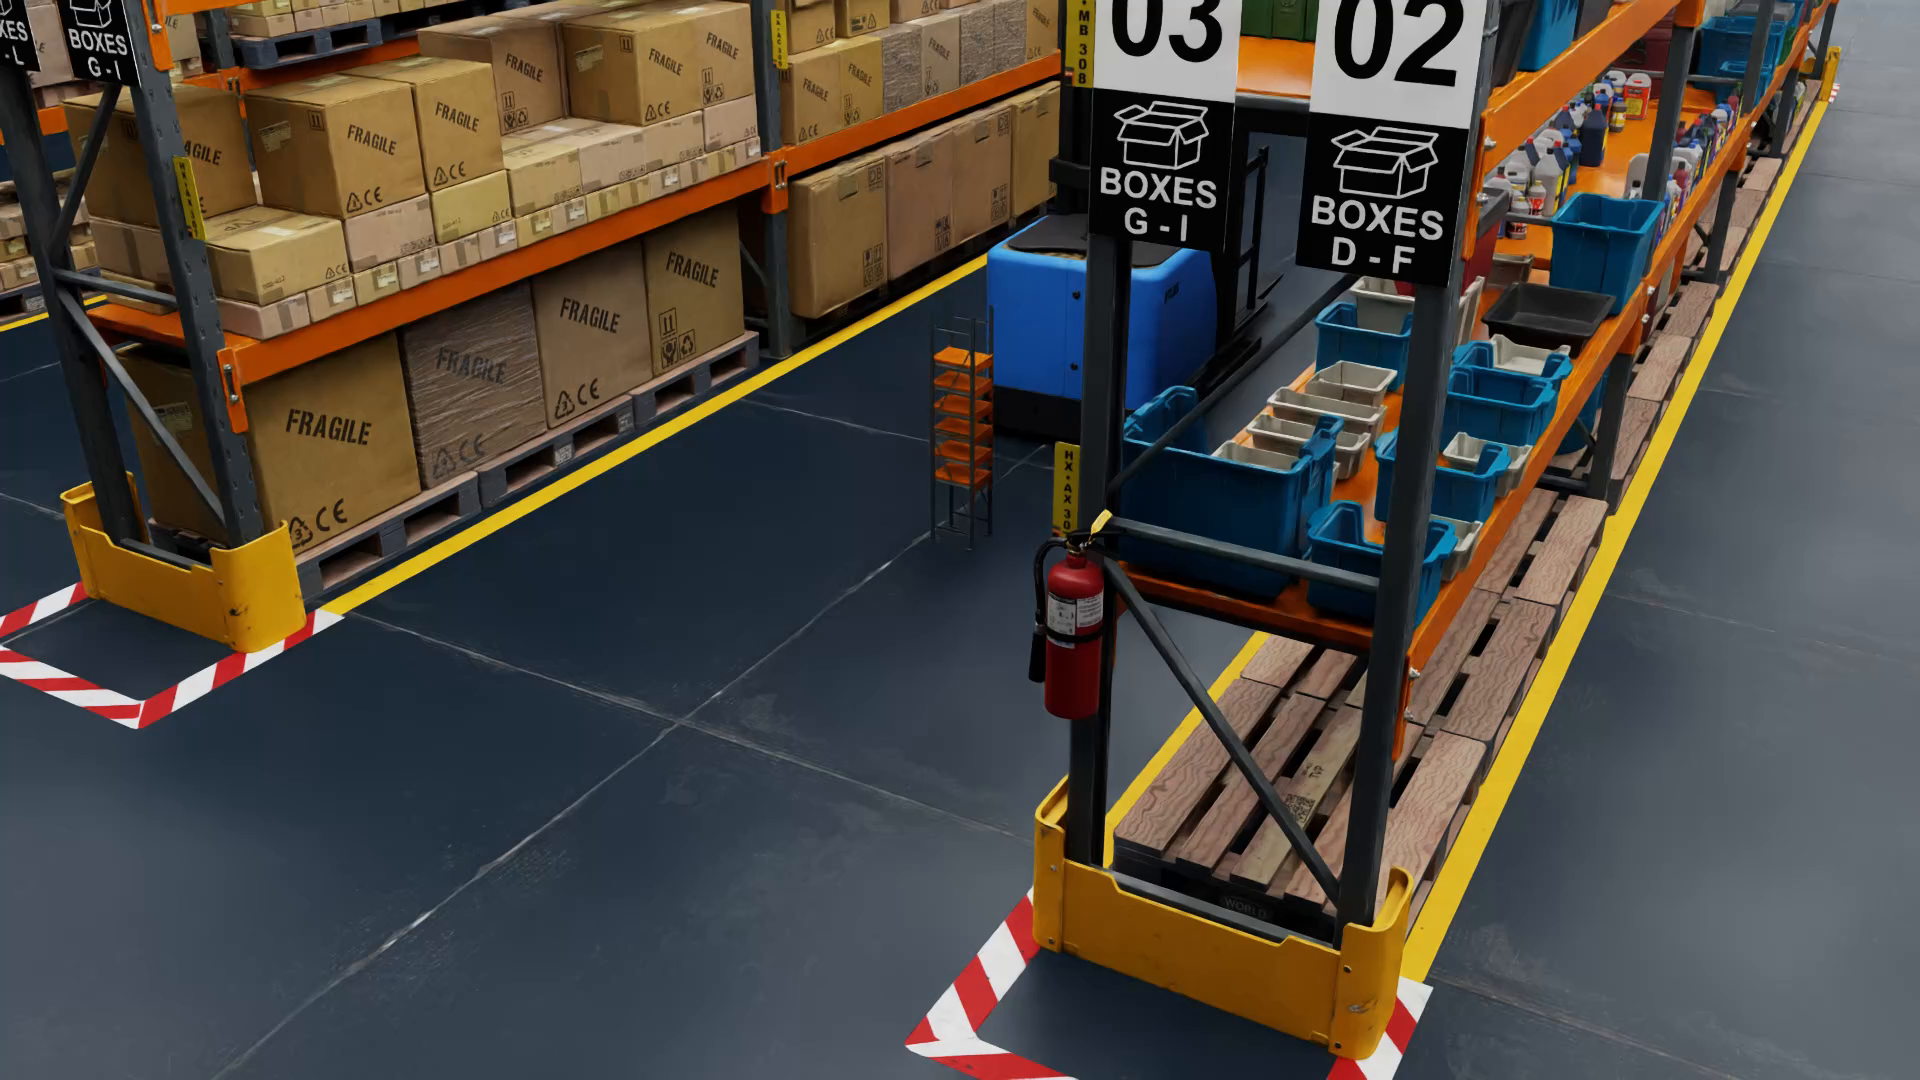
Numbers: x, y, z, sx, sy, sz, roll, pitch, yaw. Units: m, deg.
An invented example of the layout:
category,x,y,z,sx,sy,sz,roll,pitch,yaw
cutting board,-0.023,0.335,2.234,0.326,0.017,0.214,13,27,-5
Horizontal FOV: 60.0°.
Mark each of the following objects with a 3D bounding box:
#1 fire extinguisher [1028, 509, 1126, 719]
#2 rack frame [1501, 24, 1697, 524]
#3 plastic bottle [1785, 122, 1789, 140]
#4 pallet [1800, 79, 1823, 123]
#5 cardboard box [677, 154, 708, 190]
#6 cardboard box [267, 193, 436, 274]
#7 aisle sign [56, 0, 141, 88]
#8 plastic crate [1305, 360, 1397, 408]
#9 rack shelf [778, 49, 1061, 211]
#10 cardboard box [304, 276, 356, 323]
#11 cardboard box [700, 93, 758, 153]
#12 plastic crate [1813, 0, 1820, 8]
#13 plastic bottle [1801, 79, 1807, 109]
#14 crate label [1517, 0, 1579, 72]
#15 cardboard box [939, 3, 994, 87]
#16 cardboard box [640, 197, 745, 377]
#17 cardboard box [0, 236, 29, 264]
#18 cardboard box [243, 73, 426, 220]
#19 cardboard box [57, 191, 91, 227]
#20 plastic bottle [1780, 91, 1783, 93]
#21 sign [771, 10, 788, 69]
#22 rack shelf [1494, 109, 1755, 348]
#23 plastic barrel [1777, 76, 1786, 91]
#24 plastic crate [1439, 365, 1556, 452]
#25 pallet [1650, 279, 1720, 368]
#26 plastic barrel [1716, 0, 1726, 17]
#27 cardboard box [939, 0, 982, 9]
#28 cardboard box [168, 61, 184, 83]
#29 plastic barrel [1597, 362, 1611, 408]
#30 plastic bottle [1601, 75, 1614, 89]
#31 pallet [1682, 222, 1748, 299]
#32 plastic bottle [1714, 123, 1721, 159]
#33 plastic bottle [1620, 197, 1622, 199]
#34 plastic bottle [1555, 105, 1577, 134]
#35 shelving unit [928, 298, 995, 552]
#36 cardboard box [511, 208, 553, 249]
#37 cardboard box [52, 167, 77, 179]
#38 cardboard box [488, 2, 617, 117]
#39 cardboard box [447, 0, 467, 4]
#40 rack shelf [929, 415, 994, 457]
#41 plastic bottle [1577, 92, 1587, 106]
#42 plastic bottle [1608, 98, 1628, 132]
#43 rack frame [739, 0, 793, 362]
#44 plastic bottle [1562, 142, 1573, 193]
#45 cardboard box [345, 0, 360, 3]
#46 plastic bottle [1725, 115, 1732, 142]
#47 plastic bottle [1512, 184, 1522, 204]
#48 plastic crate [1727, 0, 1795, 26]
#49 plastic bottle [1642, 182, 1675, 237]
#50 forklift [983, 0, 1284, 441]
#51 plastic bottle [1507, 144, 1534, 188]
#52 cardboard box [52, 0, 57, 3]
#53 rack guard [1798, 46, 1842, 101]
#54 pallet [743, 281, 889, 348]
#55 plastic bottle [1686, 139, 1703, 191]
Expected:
category,x,y,z,sx,sy,sz,roll,pitch,yaw
fire extinguisher,0.344,0.211,4.981,0.296,0.674,0.183,14,30,26
rack frame,2.781,-1.508,7.912,1.000,3.000,0.127,14,30,26
plastic bottle,7.355,-3.678,14.882,0.097,0.201,0.097,0,27,0
pallet,8.284,-4.583,17.169,1.003,0.211,1.213,14,30,26
cardboard box,-1.649,-2.095,9.365,0.380,0.149,0.250,14,30,25
cardboard box,-2.778,-1.438,7.606,0.500,0.250,0.500,14,30,25
aisle sign,-3.273,-2.109,6.207,0.394,0.787,0.004,14,30,26
plastic crate,1.457,-0.559,6.244,0.298,0.136,0.250,14,30,26
rack shelf,-0.547,-3.057,11.809,1.077,0.370,4.000,14,30,26
cardboard box,-2.912,-1.094,7.365,0.380,0.149,0.250,14,30,25
cardboard box,-1.520,-2.435,9.599,0.500,0.250,0.500,14,30,25
plastic crate,7.085,-4.774,14.506,0.767,0.338,0.504,14,30,26
plastic bottle,8.121,-4.305,16.043,0.061,0.283,0.133,15,30,27
crate label,1.549,-1.513,4.736,0.408,0.251,0.502,14,30,26
cardboard box,-0.093,-3.560,11.898,0.500,0.500,0.500,13,29,24
cardboard box,-1.925,-1.597,9.994,0.875,0.875,0.875,14,30,26
cardboard box,-6.551,-1.993,11.264,0.380,0.149,0.250,16,31,28
cardboard box,-2.782,-1.764,7.420,0.500,0.500,0.500,13,30,25
cardboard box,-6.204,-2.297,11.539,0.380,0.149,0.250,13,29,24
plastic bottle,7.829,-4.192,15.908,0.097,0.201,0.097,0,27,0
sign,-1.047,-2.900,9.637,0.100,0.325,0.005,14,30,26
rack shelf,3.765,-1.966,9.630,1.077,0.370,4.000,14,30,26
plastic barrel,8.181,-4.792,16.781,0.421,0.512,0.421,0,27,0
plastic crate,1.869,-0.438,5.895,0.416,0.233,0.300,14,30,26
pallet,4.397,-1.504,11.018,1.003,0.211,1.213,14,30,26
plastic barrel,5.694,-4.076,12.891,0.433,0.535,0.433,0,27,0
cardboard box,-0.260,-4.116,11.890,0.797,0.503,0.637,15,30,27
cardboard box,-5.768,-3.331,11.834,0.380,0.149,0.250,13,30,25
plastic barrel,3.412,-1.242,9.255,0.600,0.901,0.708,14,30,26
plastic bottle,4.174,-2.873,10.782,0.097,0.271,0.097,0,27,0
pallet,5.164,-2.114,12.237,1.003,0.211,1.213,14,30,26
plastic bottle,4.448,-2.368,9.852,0.097,0.201,0.097,0,27,0
plastic bottle,3.403,-1.679,8.475,0.097,0.201,0.097,0,27,0
plastic bottle,3.490,-2.346,9.640,0.144,0.351,0.185,14,30,26
shelving unit,0.007,-0.542,7.993,0.258,1.200,0.189,14,30,26
cardboard box,-2.281,-1.593,8.362,0.380,0.149,0.250,13,30,25
cardboard box,-6.418,-2.617,12.179,0.380,0.149,0.250,14,30,25
cardboard box,-2.238,-2.680,9.250,0.500,0.500,0.500,14,30,26
cardboard box,-4.310,-4.573,13.845,0.380,0.149,0.250,15,30,28
rack shelf,0.007,-0.502,8.013,0.258,0.103,0.180,14,30,26
plastic bottle,3.808,-2.605,10.234,0.061,0.283,0.133,14,30,26
plastic bottle,4.145,-2.680,10.476,0.097,0.201,0.097,0,27,0
rack frame,-1.531,-2.599,10.091,1.000,3.000,0.127,14,30,26
plastic bottle,3.305,-2.047,9.131,0.097,0.271,0.097,0,27,0
cardboard box,-4.826,-4.295,12.958,0.380,0.149,0.250,13,29,24
plastic bottle,4.687,-2.558,10.231,0.097,0.201,0.097,0,27,0
plastic bottle,2.845,-1.734,8.585,0.097,0.201,0.097,0,27,0
plastic crate,5.810,-3.658,12.135,0.402,0.464,0.583,14,30,26
plastic bottle,3.521,-1.692,8.418,0.152,0.276,0.135,14,30,26
forklift,1.243,-2.418,9.806,1.130,2.935,3.031,13,29,24
plastic bottle,2.949,-1.917,8.783,0.144,0.351,0.185,14,30,26
cardboard box,-6.045,-3.910,11.149,0.500,0.500,0.500,13,29,25
rack guard,8.688,-5.027,17.734,1.175,0.500,0.348,14,30,26
pallet,-1.217,-1.669,11.349,1.003,0.211,1.213,14,30,26
plastic bottle,4.039,-2.076,9.189,0.097,0.271,0.097,0,27,0
